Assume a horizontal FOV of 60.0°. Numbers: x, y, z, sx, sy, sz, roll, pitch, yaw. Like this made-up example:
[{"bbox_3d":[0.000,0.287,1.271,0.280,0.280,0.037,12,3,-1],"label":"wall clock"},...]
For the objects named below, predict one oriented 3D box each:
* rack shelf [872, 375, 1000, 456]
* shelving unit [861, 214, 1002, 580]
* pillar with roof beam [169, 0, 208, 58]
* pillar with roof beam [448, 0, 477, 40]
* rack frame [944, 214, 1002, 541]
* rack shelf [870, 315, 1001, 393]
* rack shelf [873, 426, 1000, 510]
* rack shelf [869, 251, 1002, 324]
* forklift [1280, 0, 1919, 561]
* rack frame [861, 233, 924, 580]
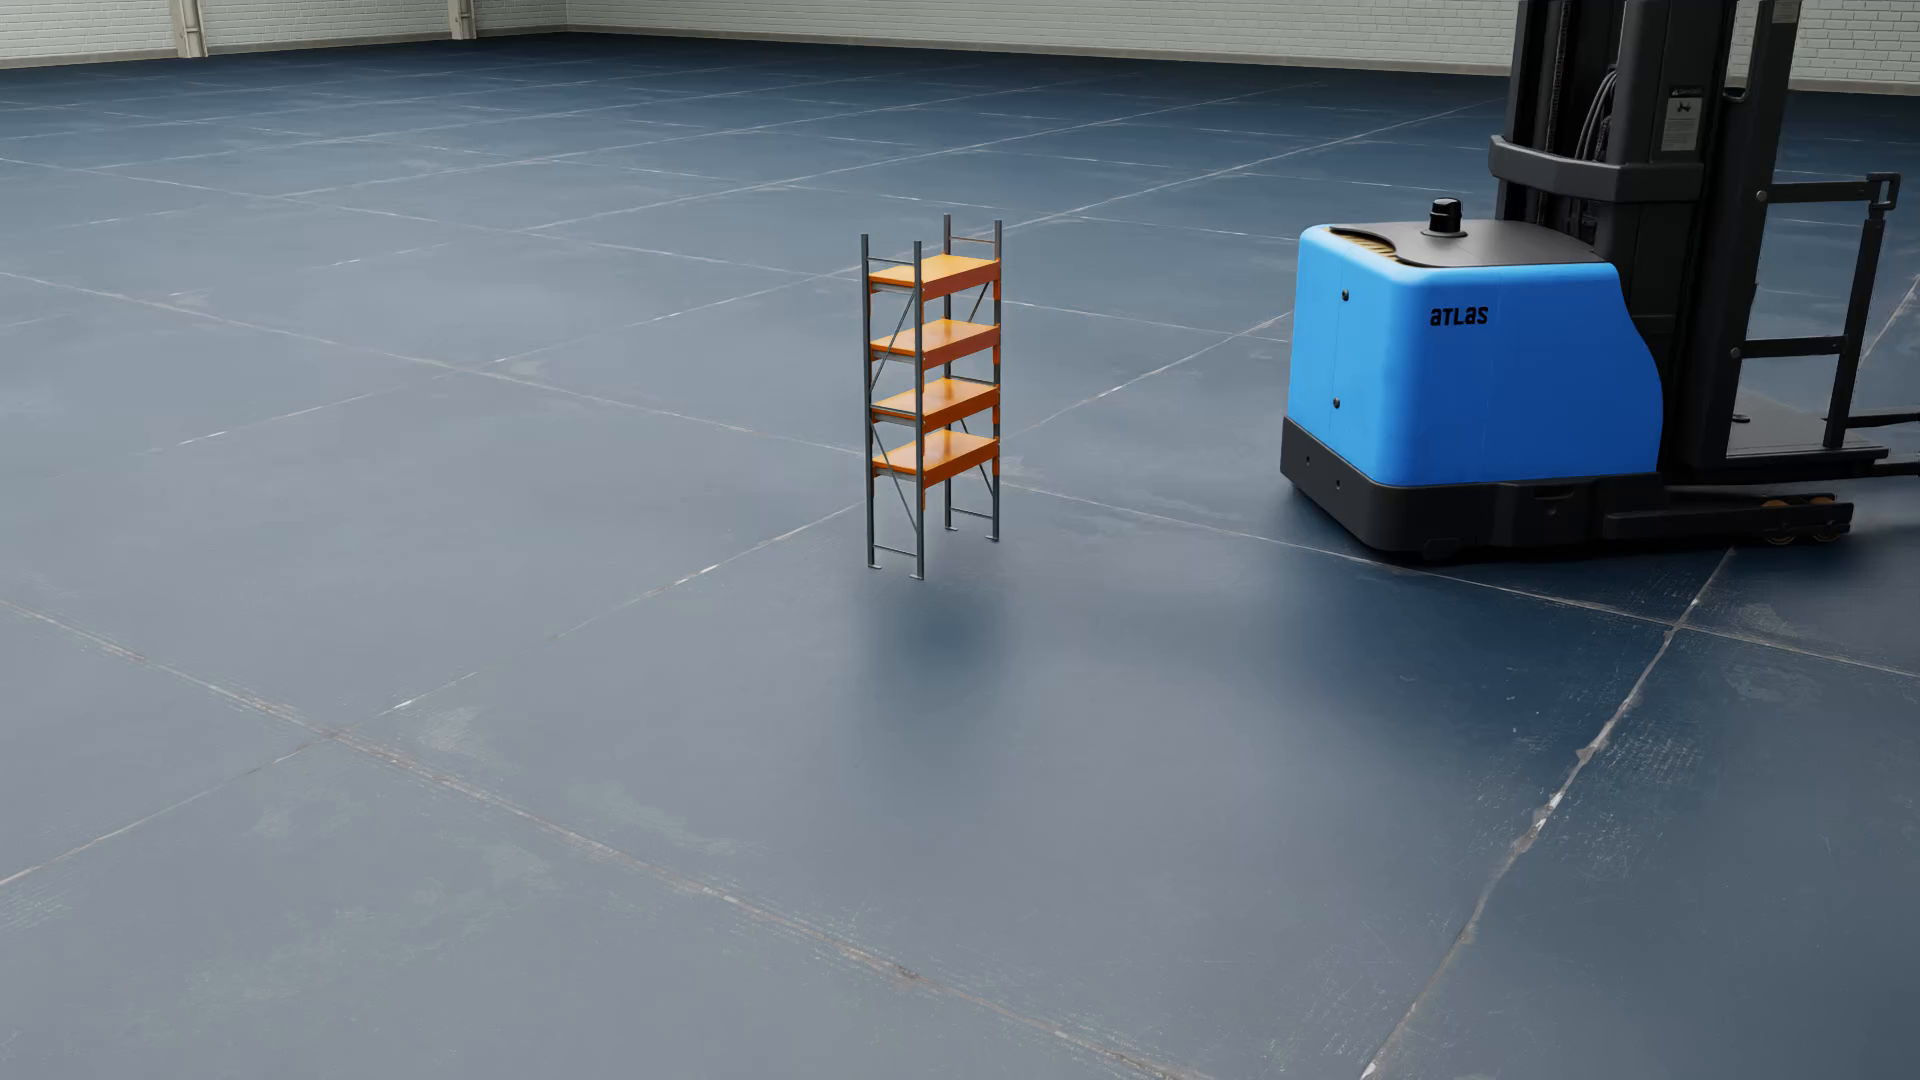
[{"bbox_3d":[-0.093,-0.452,5.952,0.258,0.148,0.480,13,24,32],"label":"rack shelf"},{"bbox_3d":[-0.093,-0.515,5.928,0.258,1.200,0.503,13,24,32],"label":"shelving unit"},{"bbox_3d":[-9.912,-11.867,25.375,9.100,9.000,0.400,13,24,32],"label":"pillar with roof beam"},{"bbox_3d":[-6.539,-13.588,30.029,9.100,9.000,0.400,13,24,32],"label":"pillar with roof beam"},{"bbox_3d":[0.044,-0.585,6.118,0.240,1.200,0.015,13,24,32],"label":"rack frame"},{"bbox_3d":[-0.093,-0.662,5.874,0.258,0.148,0.480,13,24,32],"label":"rack shelf"},{"bbox_3d":[-0.093,-0.266,6.021,0.258,0.148,0.480,13,24,32],"label":"rack shelf"},{"bbox_3d":[-0.093,-0.884,5.792,0.258,0.148,0.480,13,24,32],"label":"rack shelf"},{"bbox_3d":[2.879,-1.532,6.181,3.031,2.935,1.130,-4,21,-10],"label":"forklift"},{"bbox_3d":[-0.230,-0.445,5.739,0.240,1.200,0.015,13,24,32],"label":"rack frame"}]
